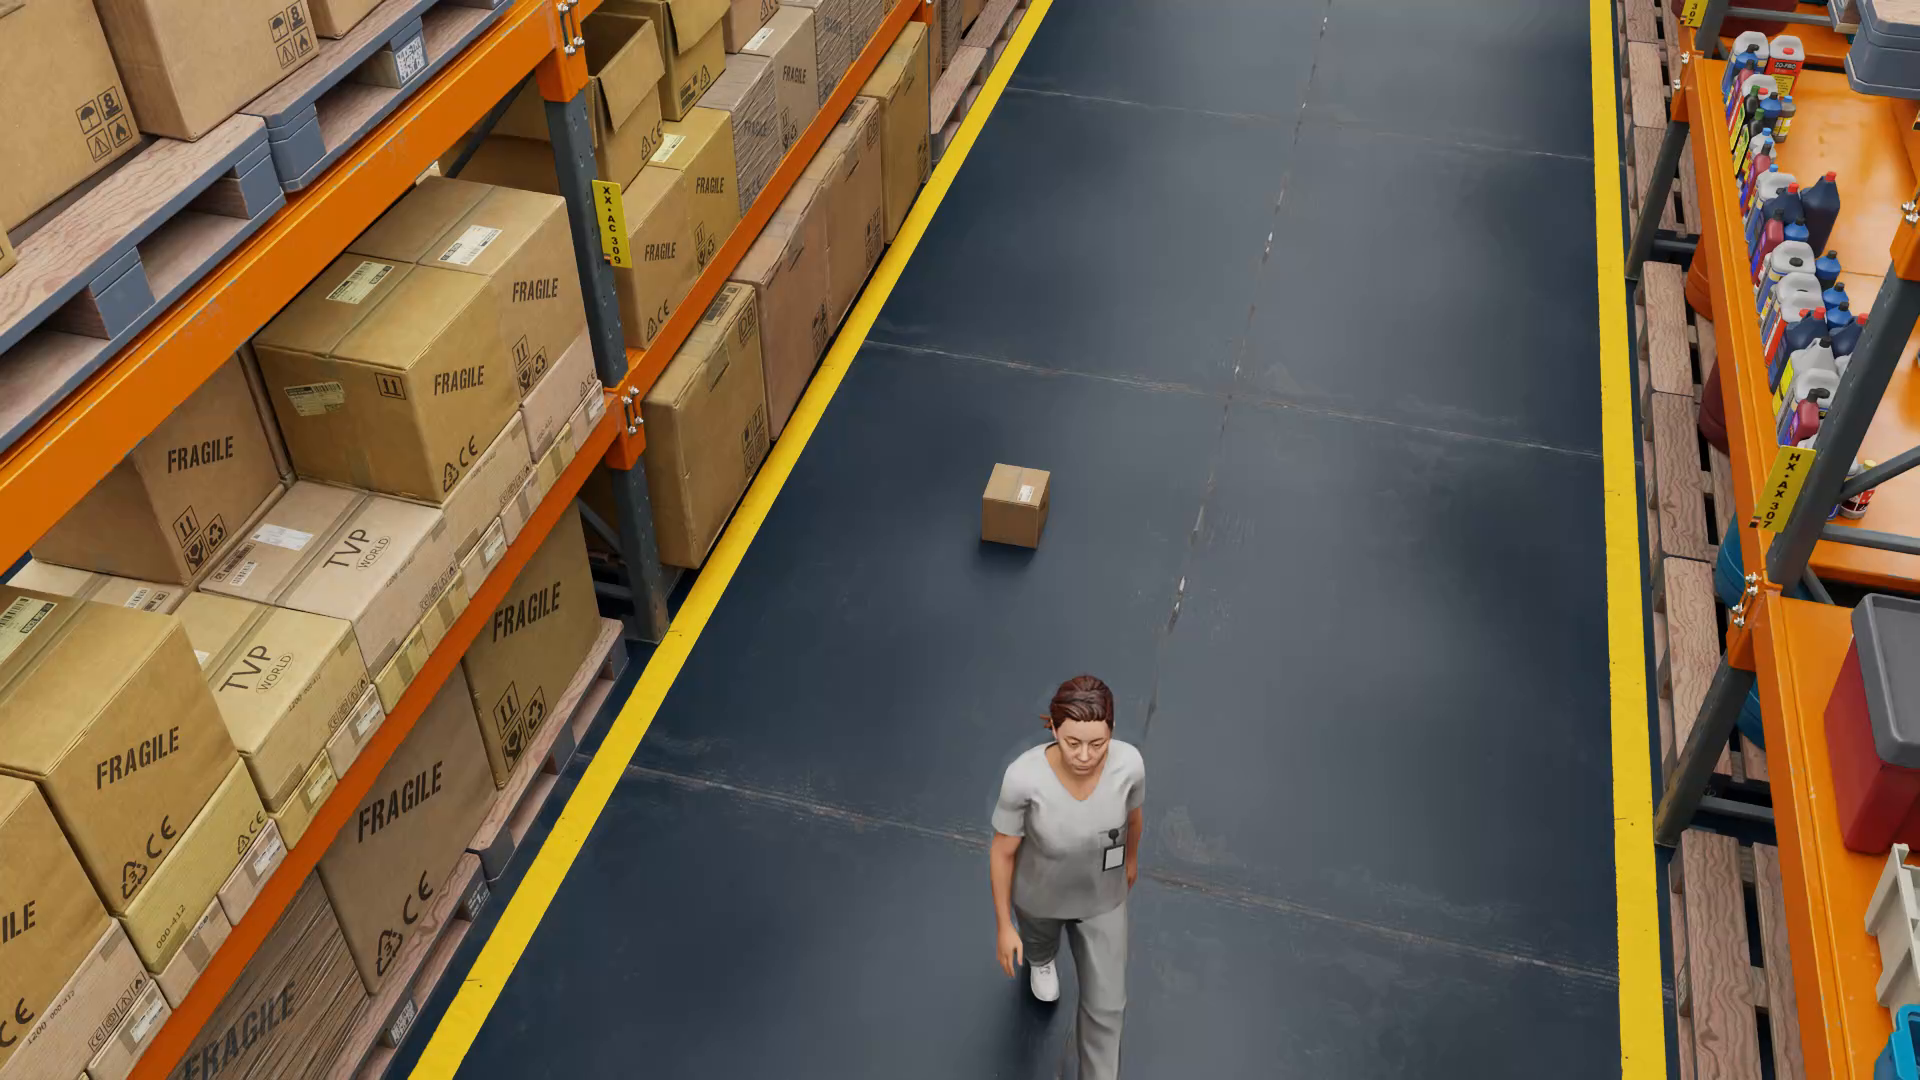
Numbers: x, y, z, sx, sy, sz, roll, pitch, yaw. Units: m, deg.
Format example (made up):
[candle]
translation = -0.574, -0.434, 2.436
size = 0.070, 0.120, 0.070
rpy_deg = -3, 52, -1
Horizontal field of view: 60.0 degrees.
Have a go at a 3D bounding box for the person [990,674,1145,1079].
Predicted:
[person]
translation = 0.323, 1.081, 4.907
size = 0.471, 1.611, 0.985
rpy_deg = -2, 41, -3
